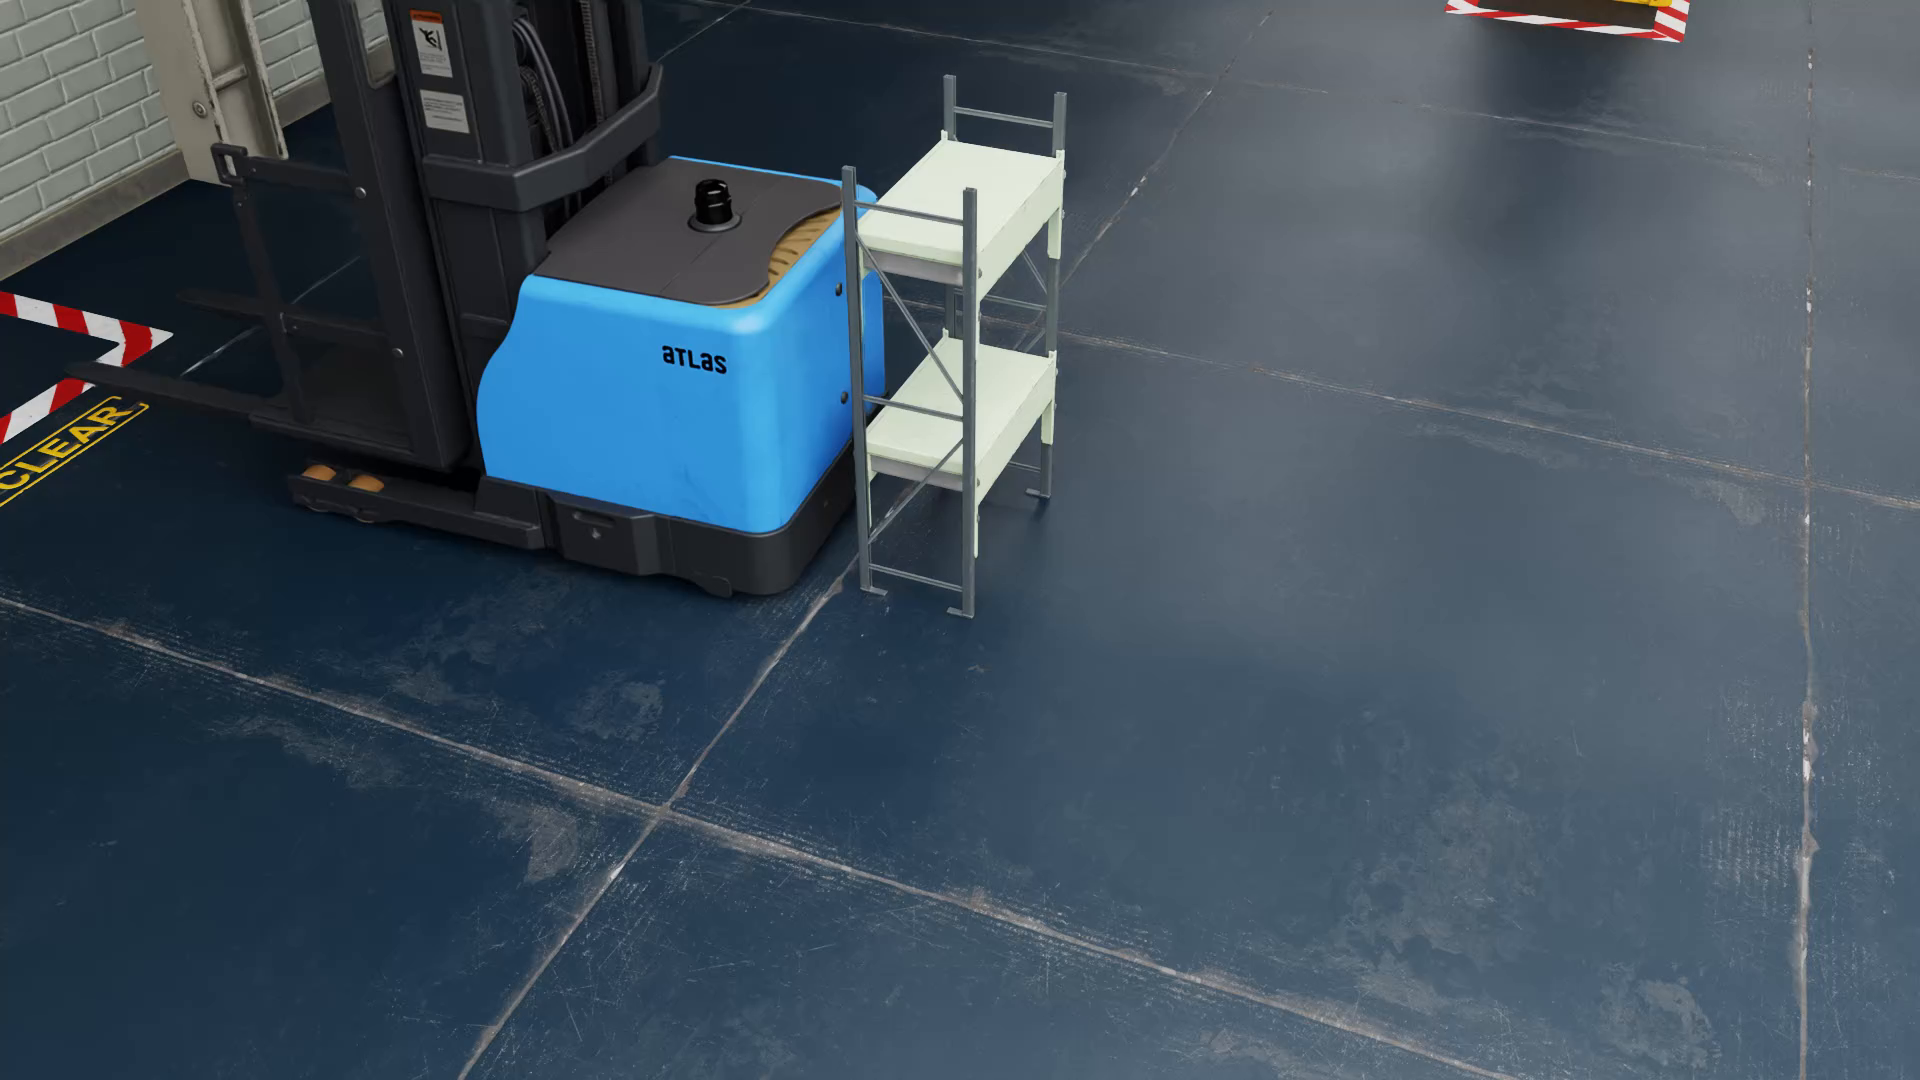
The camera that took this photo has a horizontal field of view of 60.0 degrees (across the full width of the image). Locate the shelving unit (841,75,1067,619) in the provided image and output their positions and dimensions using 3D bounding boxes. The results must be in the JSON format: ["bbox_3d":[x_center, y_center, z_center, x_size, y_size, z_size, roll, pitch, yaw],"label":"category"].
[{"bbox_3d":[-0.003,-0.597,5.296,0.431,1.500,0.755,14,39,18],"label":"shelving unit"}]

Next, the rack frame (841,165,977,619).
[{"bbox_3d":[-0.142,-0.394,5.025,0.400,1.500,0.023,14,39,18],"label":"rack frame"}]

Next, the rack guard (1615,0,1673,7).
[{"bbox_3d":[3.820,-3.645,10.209,1.175,0.500,0.348,14,39,18],"label":"rack guard"}]

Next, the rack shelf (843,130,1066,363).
[{"bbox_3d":[-0.003,-0.910,5.062,0.431,0.370,0.720,14,39,18],"label":"rack shelf"}]

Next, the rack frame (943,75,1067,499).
[{"bbox_3d":[0.137,-0.800,5.567,0.400,1.500,0.023,14,39,18],"label":"rack frame"}]

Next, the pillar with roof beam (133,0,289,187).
[{"bbox_3d":[0.411,-4.471,4.215,9.100,9.000,0.400,14,39,18],"label":"pillar with roof beam"}]

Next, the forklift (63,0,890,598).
[{"bbox_3d":[-1.826,-1.517,5.332,3.031,2.935,1.130,12,38,15],"label":"forklift"}]

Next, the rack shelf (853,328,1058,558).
[{"bbox_3d":[-0.003,-0.336,5.491,0.431,0.370,0.720,14,39,18],"label":"rack shelf"}]
